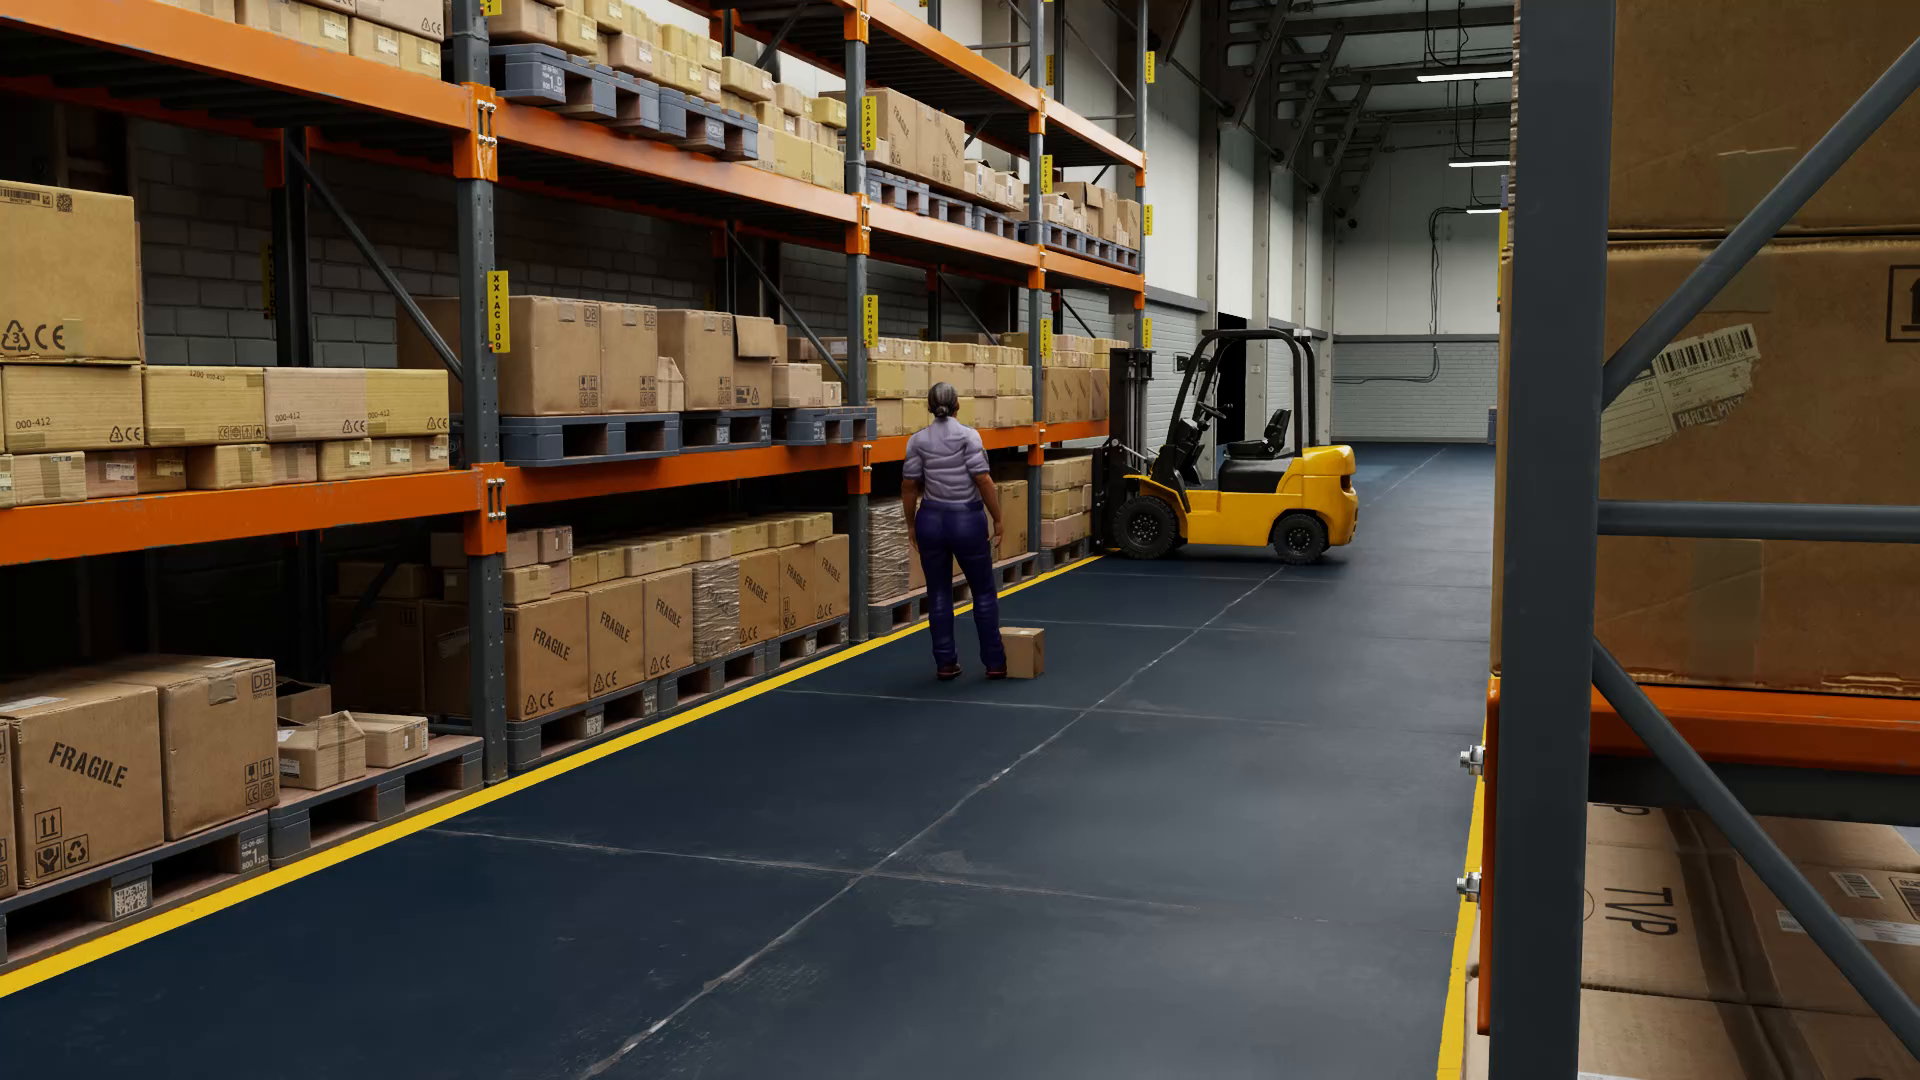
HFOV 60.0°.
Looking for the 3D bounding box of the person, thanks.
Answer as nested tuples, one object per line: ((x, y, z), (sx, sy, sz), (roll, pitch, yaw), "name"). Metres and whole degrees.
((0.000, -0.051, 9.319), (0.598, 1.640, 0.503), (2, 6, 19), "person")
